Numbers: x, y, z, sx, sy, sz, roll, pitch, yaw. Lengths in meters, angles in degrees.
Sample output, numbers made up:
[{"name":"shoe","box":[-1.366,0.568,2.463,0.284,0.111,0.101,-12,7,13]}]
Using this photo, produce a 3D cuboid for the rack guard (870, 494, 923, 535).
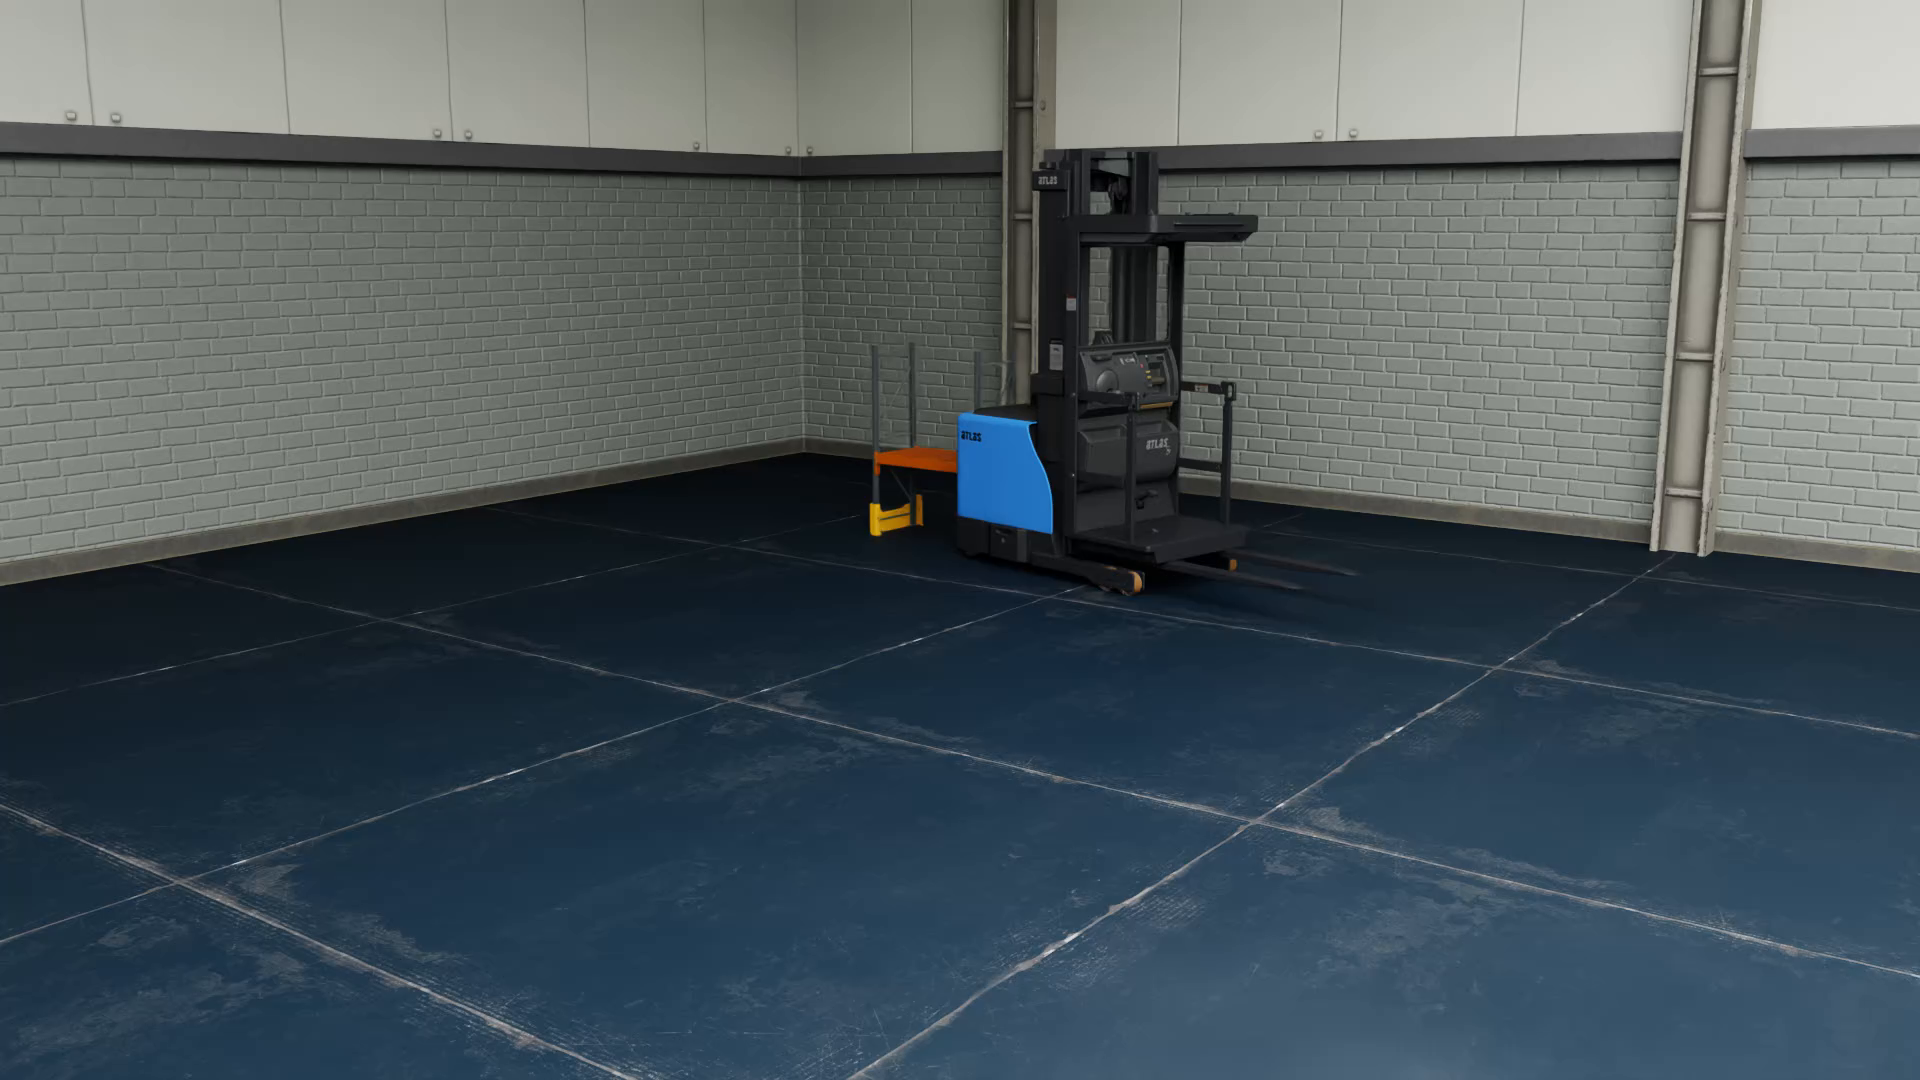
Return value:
[{"name":"rack guard","box":[-0.512,-0.208,13.446,0.087,0.250,0.587,9,14,38]}]

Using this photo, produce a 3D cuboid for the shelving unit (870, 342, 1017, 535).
[{"name":"shelving unit","box":[-0.121,-0.763,13.024,1.083,1.500,0.587,9,14,38]}]

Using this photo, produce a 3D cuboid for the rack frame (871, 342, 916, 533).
[{"name":"rack frame","box":[-0.527,-0.824,13.339,0.032,1.500,0.500,9,14,38]}]

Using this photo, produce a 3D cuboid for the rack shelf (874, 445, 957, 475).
[{"name":"rack shelf","box":[-0.128,-0.587,13.063,1.000,0.185,0.538,9,14,38]}]

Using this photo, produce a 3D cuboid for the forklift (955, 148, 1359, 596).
[{"name":"forklift","box":[1.320,-1.176,11.391,1.130,2.935,3.031,-10,15,-41]}]

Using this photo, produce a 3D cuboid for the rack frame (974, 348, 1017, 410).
[{"name":"rack frame","box":[0.270,-0.704,12.719,0.032,1.500,0.500,9,14,38]}]

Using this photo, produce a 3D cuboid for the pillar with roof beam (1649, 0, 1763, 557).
[{"name":"pillar with roof beam","box":[2.932,-3.681,8.365,0.400,9.000,9.100,8,13,36]}]

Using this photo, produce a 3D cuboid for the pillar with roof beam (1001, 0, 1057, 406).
[{"name":"pillar with roof beam","box":[-1.904,-4.356,11.852,0.400,9.000,9.100,8,13,36]}]
